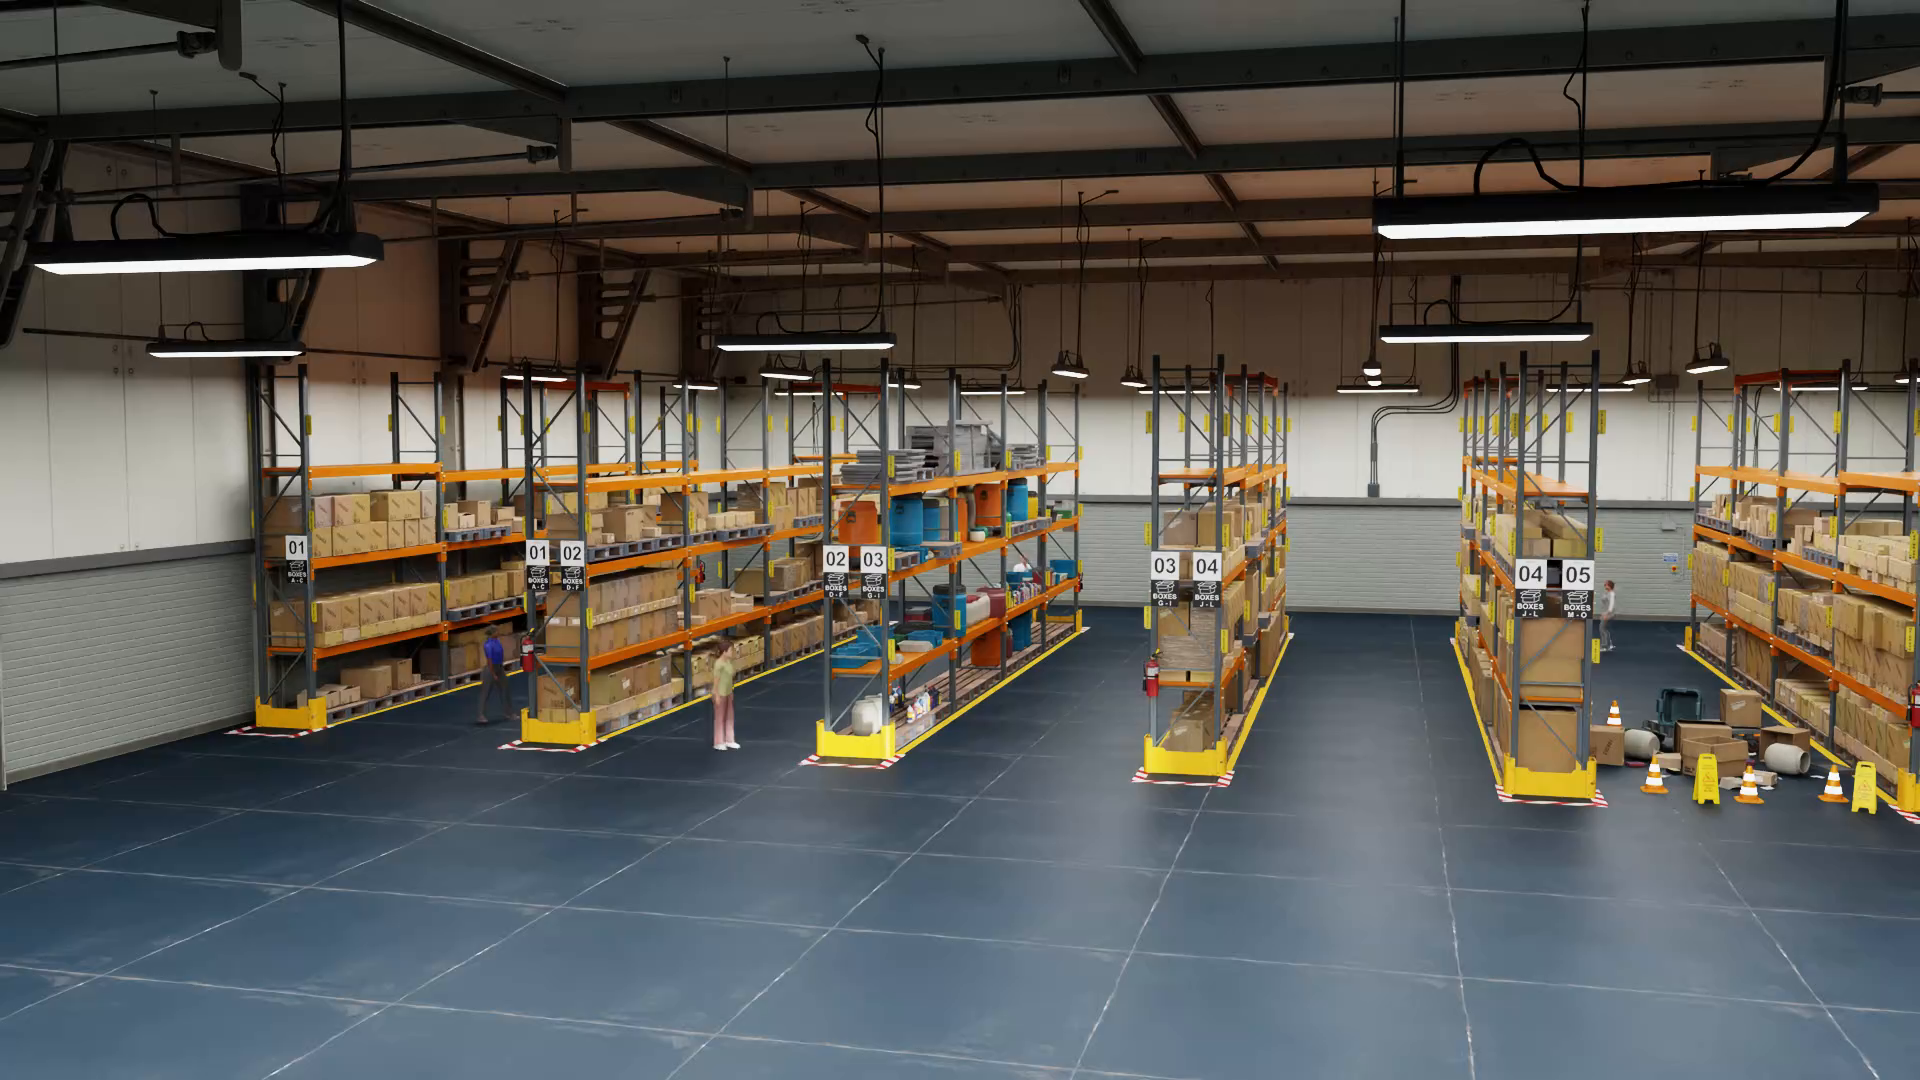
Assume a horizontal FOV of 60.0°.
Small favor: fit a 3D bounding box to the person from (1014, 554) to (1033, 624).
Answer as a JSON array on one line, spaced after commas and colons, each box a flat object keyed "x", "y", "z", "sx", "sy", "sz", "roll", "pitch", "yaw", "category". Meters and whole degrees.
[{"x": 1.609, "y": 1.243, "z": 41.745, "sx": 0.630, "sy": 1.800, "sz": 0.432, "roll": -3, "pitch": 5, "yaw": -41, "category": "person"}]

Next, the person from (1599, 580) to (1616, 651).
[{"x": 14.302, "y": 1.758, "z": 36.854, "sx": 0.429, "sy": 1.538, "sz": 0.456, "roll": 2, "pitch": 4, "yaw": 25, "category": "person"}]

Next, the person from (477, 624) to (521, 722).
[{"x": -7.835, "y": 2.249, "z": 28.125, "sx": 0.560, "sy": 1.676, "sz": 0.647, "roll": 2, "pitch": 4, "yaw": 21, "category": "person"}]

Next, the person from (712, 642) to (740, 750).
[{"x": -3.635, "y": 2.408, "z": 25.671, "sx": 0.386, "sy": 1.684, "sz": 0.477, "roll": 1, "pitch": 4, "yaw": 18, "category": "person"}]
